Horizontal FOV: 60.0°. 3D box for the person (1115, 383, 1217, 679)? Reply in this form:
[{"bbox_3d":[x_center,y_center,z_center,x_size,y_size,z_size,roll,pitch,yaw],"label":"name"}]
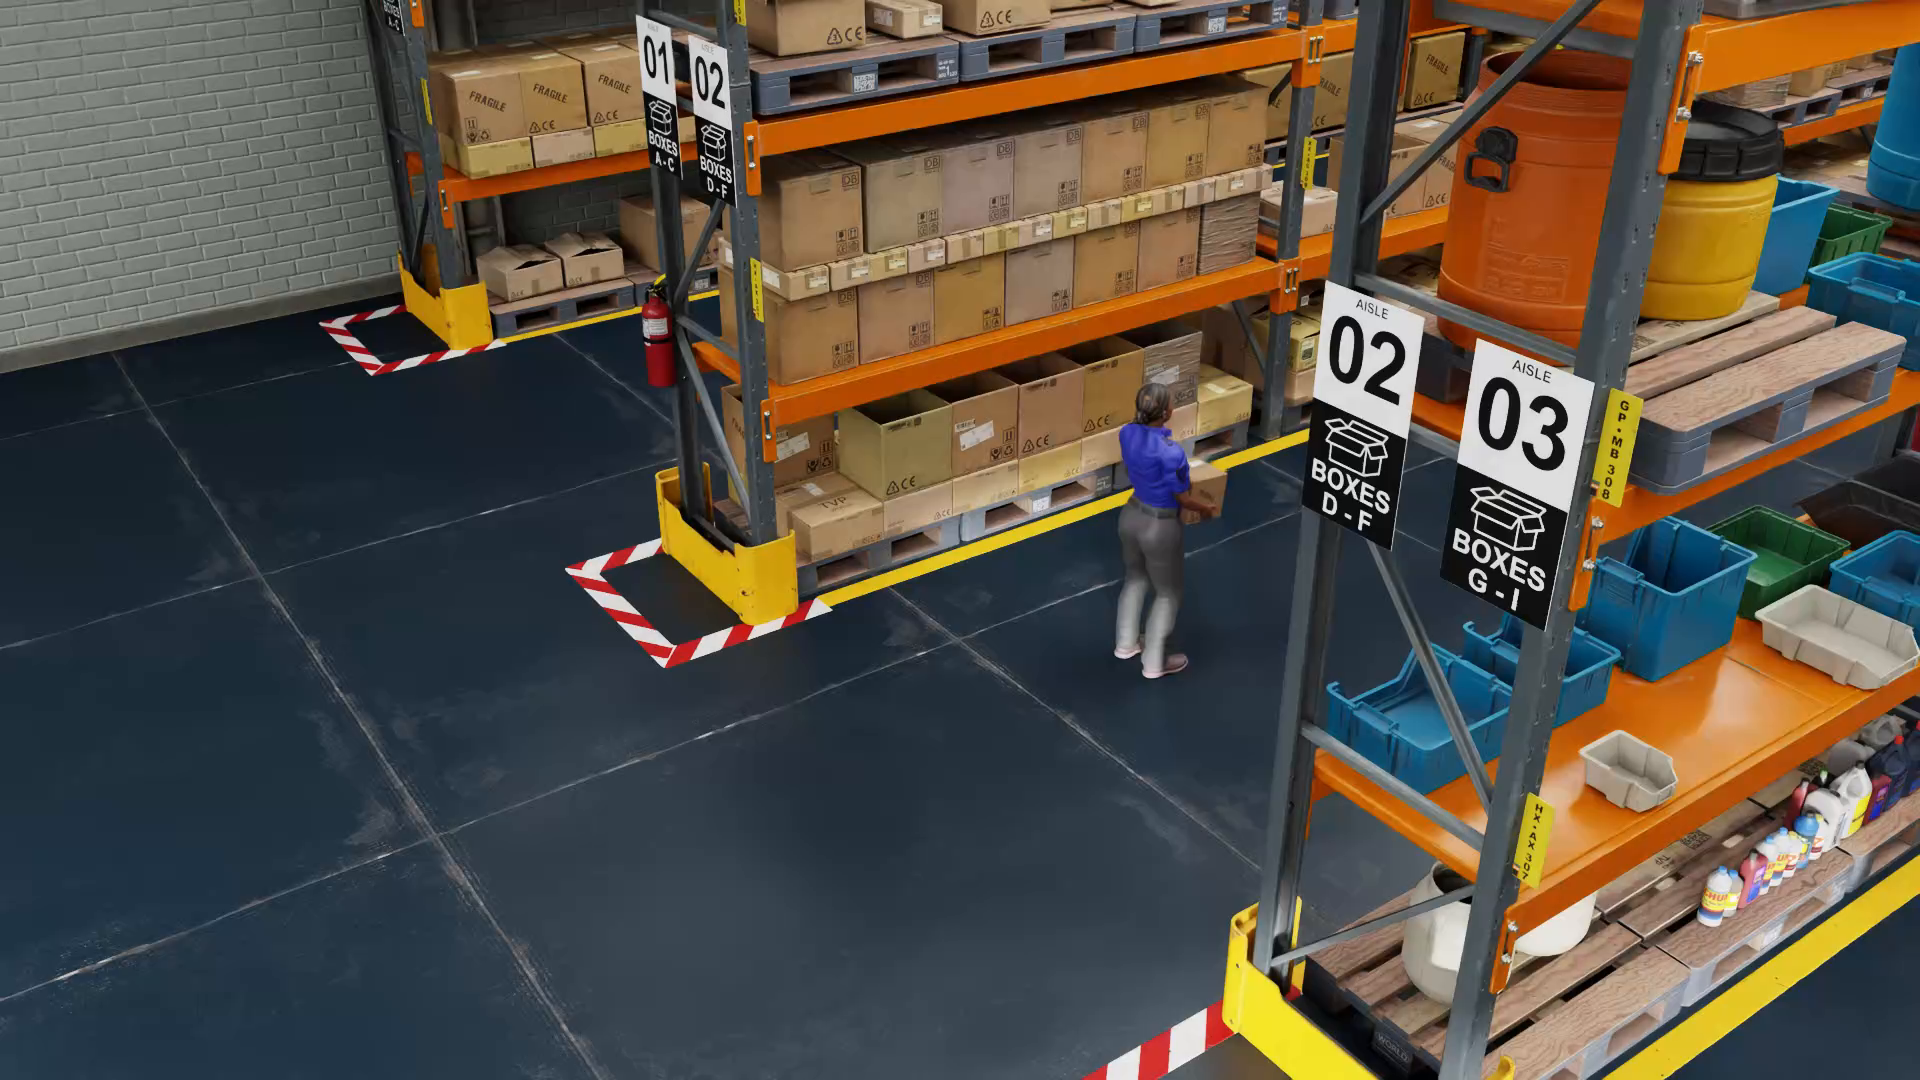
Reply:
[{"bbox_3d":[1.081,-0.076,8.789,0.491,1.634,0.464,-19,34,-31],"label":"person"}]
